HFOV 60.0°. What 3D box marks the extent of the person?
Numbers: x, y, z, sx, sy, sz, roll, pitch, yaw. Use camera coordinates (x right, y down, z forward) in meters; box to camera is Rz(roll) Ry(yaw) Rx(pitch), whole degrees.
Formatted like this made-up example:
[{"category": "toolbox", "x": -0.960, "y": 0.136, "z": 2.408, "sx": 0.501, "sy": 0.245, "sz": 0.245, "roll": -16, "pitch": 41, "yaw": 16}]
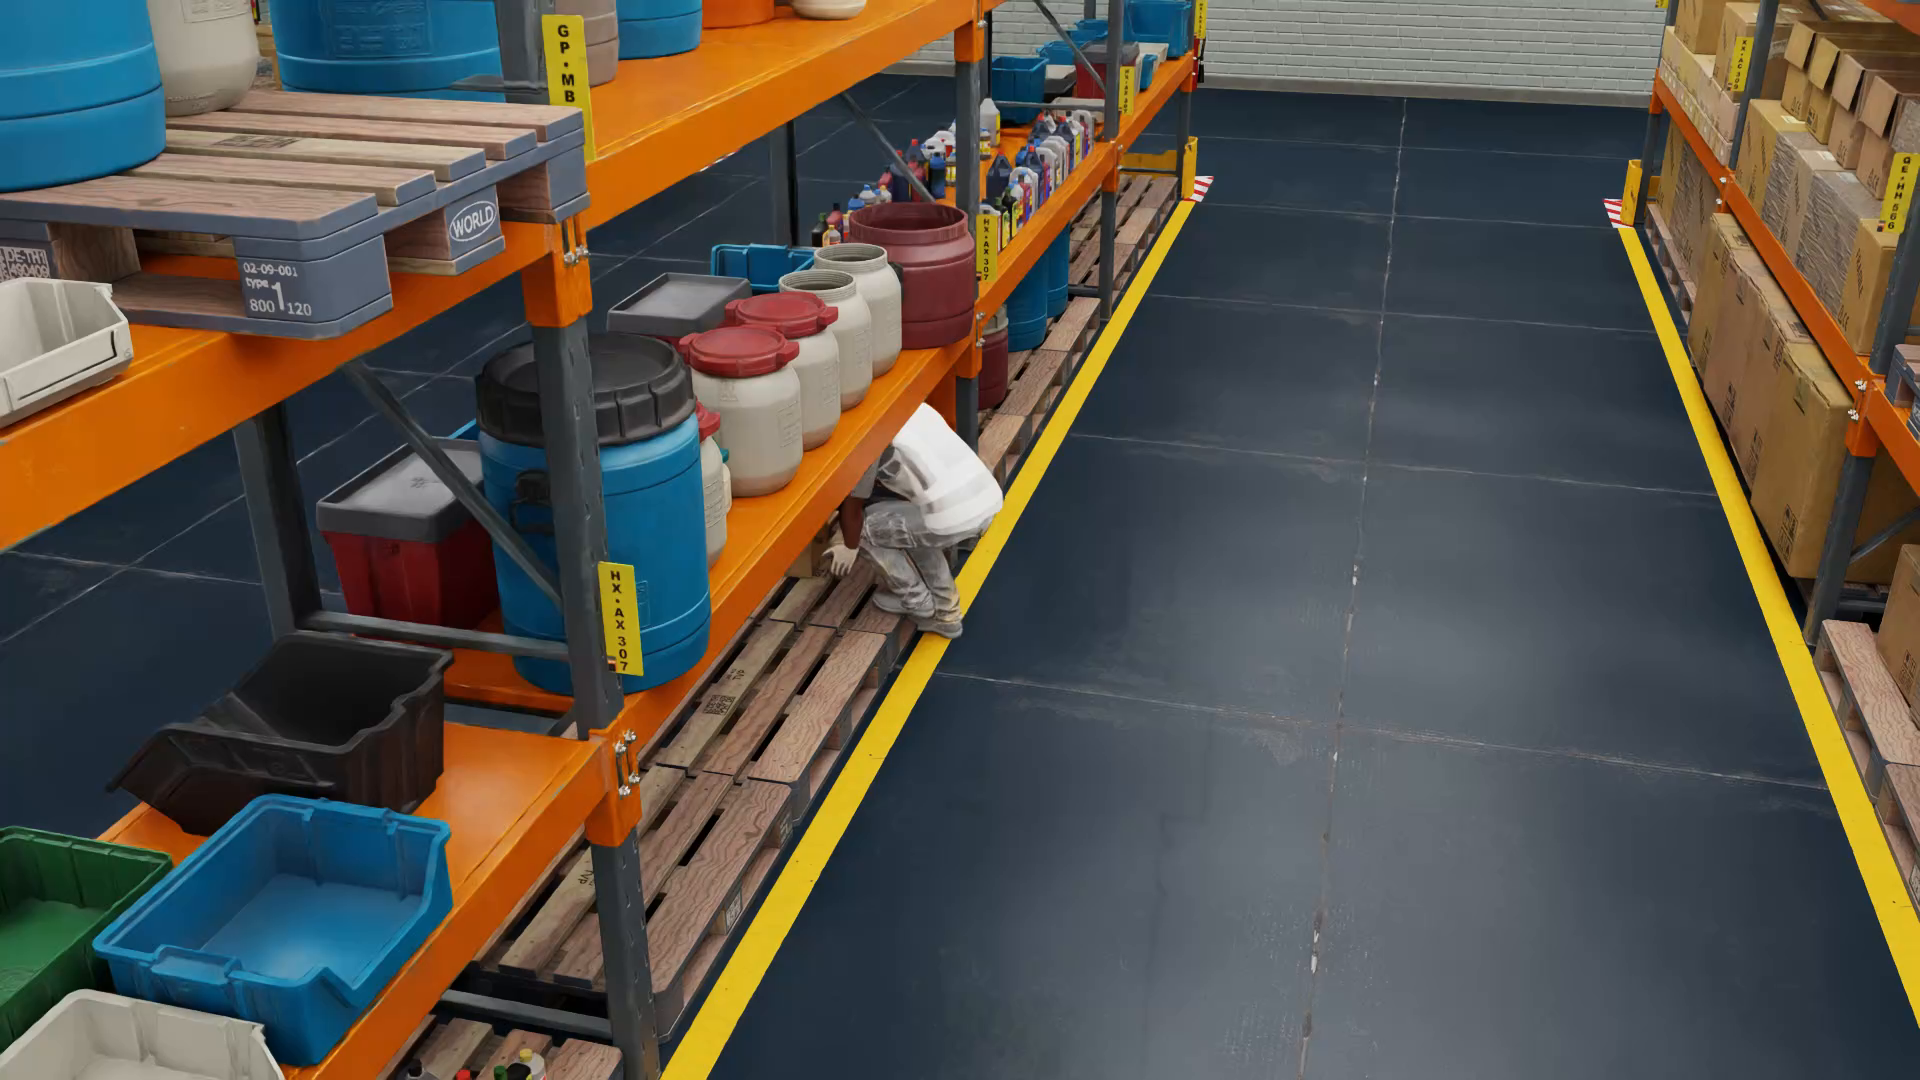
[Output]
[{"category": "person", "x": -0.255, "y": -0.097, "z": 7.426, "sx": 0.861, "sy": 1.247, "sz": 0.609, "roll": 15, "pitch": 29, "yaw": 28}]
